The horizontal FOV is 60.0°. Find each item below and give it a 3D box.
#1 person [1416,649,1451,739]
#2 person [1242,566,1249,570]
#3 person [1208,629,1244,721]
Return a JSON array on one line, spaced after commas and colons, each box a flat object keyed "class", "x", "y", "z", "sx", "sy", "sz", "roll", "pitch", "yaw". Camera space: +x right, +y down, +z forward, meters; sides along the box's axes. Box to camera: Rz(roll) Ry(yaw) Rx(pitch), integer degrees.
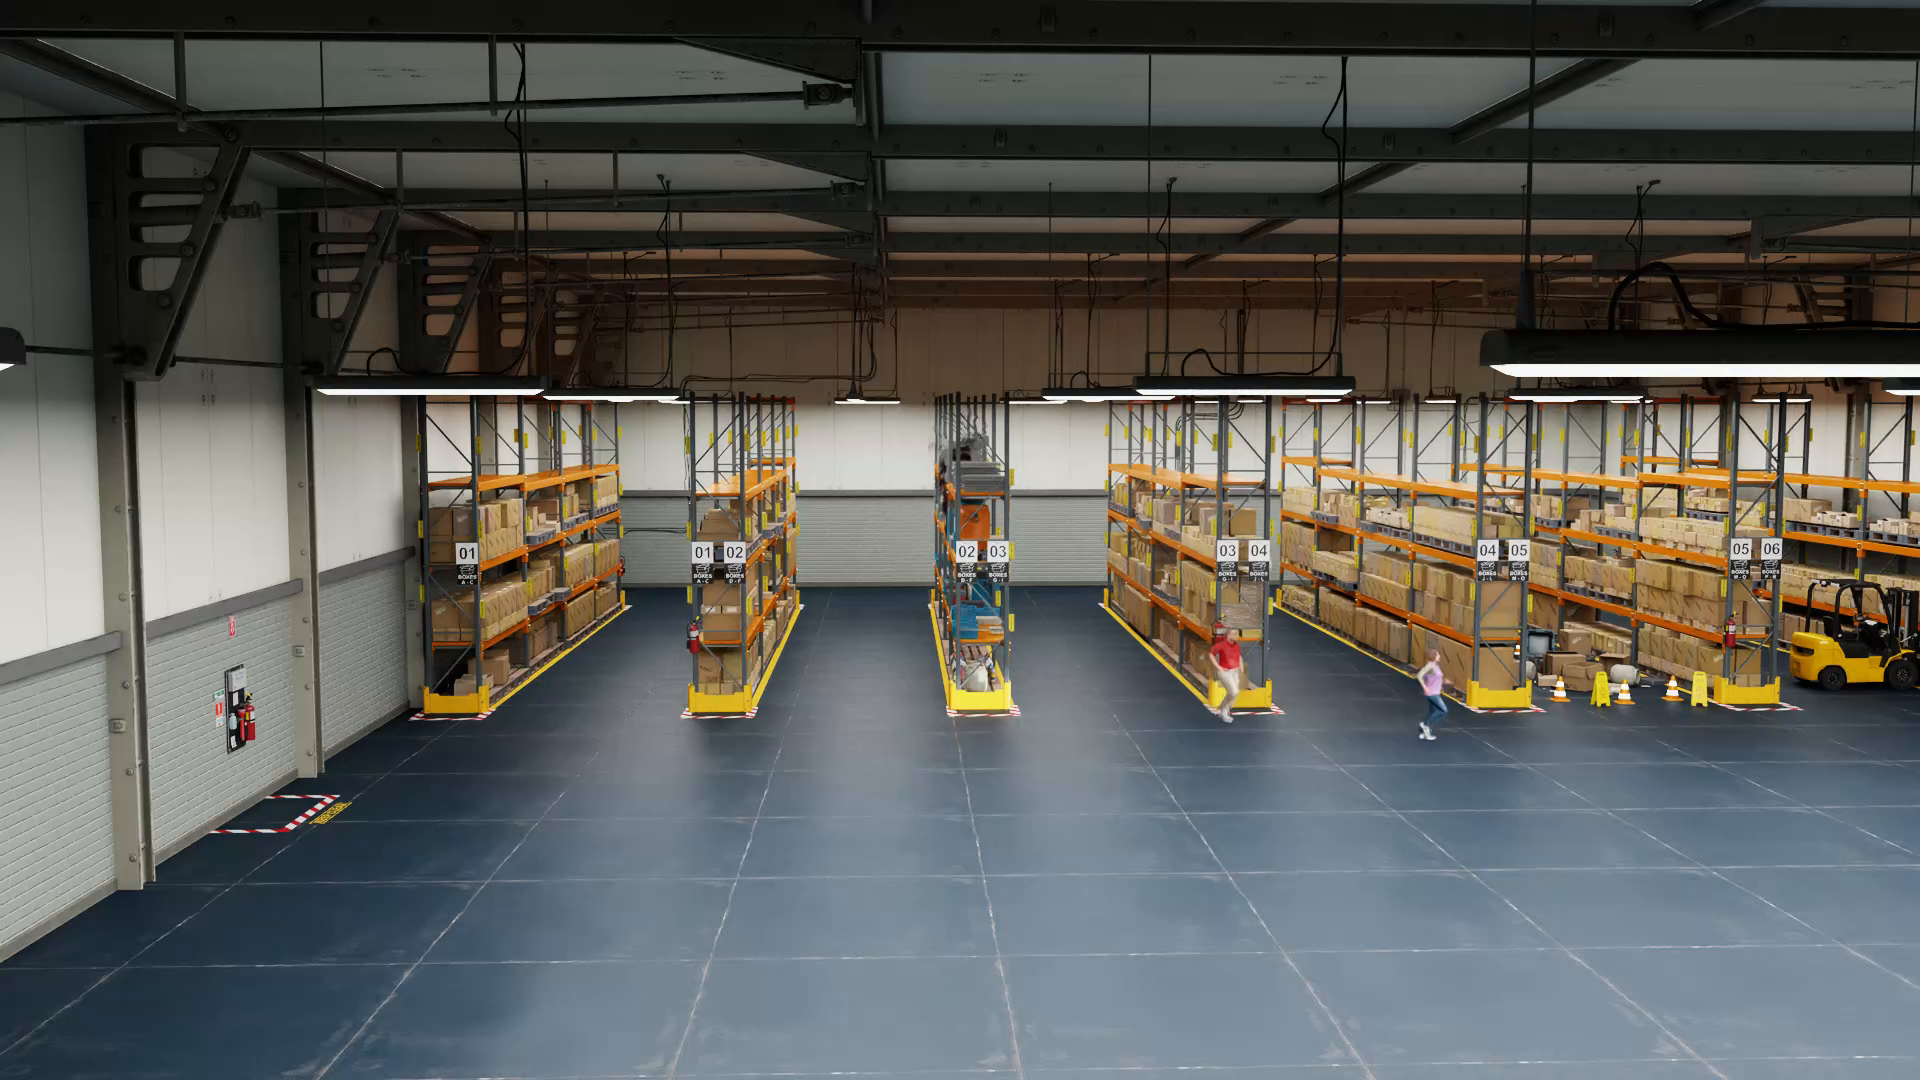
[{"class": "person", "x": 8.144, "y": 2.651, "z": 28.523, "sx": 0.552, "sy": 1.562, "sz": 0.533, "roll": 2, "pitch": 5, "yaw": 25}, {"class": "person", "x": 8.085, "y": 1.057, "z": 48.462, "sx": 0.529, "sy": 1.602, "sz": 0.691, "roll": -2, "pitch": 5, "yaw": -21}, {"class": "person", "x": 4.916, "y": 2.458, "z": 30.219, "sx": 0.686, "sy": 1.692, "sz": 0.566, "roll": -3, "pitch": 6, "yaw": -35}]
